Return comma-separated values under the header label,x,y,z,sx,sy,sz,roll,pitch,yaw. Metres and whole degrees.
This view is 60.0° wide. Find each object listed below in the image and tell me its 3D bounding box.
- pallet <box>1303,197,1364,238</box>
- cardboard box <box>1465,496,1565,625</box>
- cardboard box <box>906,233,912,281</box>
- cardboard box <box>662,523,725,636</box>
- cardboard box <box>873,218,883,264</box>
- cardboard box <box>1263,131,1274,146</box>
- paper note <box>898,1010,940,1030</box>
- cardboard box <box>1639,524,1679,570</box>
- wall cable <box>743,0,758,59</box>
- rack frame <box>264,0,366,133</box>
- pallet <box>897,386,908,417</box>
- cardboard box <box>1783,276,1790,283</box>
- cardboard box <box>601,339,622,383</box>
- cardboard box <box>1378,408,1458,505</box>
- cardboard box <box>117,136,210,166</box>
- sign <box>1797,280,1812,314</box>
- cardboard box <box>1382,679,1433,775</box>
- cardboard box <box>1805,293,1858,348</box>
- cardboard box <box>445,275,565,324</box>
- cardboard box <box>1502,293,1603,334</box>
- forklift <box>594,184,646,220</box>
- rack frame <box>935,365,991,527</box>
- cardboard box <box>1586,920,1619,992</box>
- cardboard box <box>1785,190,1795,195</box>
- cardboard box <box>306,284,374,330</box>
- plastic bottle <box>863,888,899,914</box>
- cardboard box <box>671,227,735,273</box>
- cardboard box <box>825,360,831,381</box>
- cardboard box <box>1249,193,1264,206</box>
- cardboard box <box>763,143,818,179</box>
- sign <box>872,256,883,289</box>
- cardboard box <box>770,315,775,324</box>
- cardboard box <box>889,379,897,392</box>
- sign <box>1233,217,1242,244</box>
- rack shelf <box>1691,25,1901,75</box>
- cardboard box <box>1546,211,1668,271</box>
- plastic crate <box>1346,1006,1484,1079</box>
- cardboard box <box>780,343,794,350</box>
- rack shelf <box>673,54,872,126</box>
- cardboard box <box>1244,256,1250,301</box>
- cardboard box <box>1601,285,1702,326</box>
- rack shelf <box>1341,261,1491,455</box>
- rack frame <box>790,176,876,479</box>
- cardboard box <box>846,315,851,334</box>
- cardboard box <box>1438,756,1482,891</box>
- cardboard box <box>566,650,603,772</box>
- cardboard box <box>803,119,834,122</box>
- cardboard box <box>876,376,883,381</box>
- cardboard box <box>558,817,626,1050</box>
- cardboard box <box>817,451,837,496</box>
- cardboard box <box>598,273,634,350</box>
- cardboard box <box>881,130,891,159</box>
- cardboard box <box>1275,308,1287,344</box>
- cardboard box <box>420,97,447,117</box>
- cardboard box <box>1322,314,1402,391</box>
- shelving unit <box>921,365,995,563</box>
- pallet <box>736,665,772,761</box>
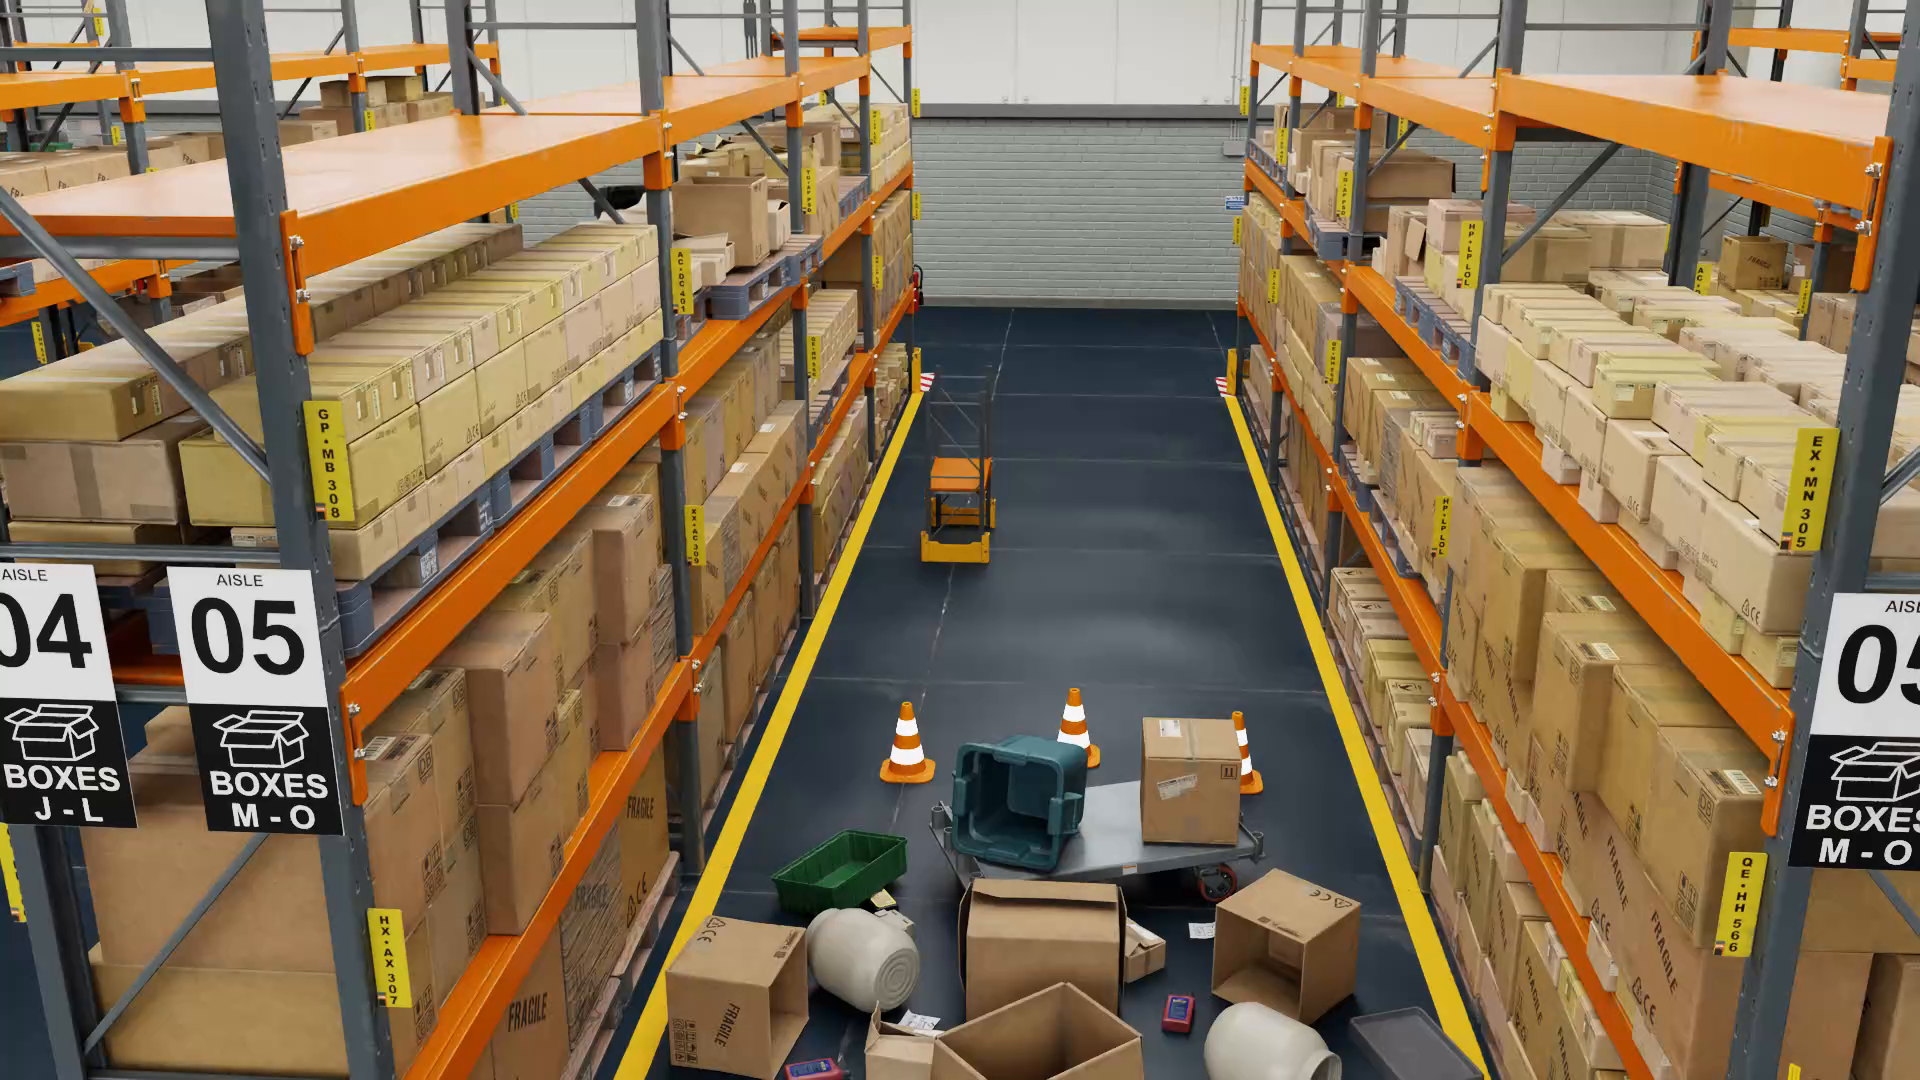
label,x,y,z,sx,sy,sz,roll,pitch,yaw
pallet,3.370,-2.632,13.626,1.003,0.211,1.213,2,18,6
cardboard box,2.707,0.120,7.495,0.700,0.500,0.500,1,18,4
cardboard box,-0.847,-3.356,19.708,0.500,0.500,0.500,2,18,5
cardboard box,-1.625,0.210,9.304,0.500,0.500,0.500,1,18,5
cardboard box,-1.061,-3.030,17.108,0.500,0.500,0.500,1,18,2
cardboard box,3.566,-4.453,18.447,0.380,0.149,0.250,2,18,6
paper note,-0.204,2.292,7.891,0.172,0.023,0.155,8,20,23
cardboard box,2.566,-0.002,5.698,0.380,0.149,0.250,1,18,3
wall cable,-2.168,-9.513,24.337,2.277,5.999,0.120,1,18,4
rack frame,-6.298,-5.063,15.922,1.000,3.000,0.127,1,18,4
pallet,-1.170,-1.712,19.808,1.003,0.211,1.213,1,18,4
cardboard box,8.978,-2.731,18.203,0.500,0.250,0.500,2,18,6
cardboard box,-1.692,-0.780,7.237,0.380,0.149,0.250,1,18,4
cardboard box,2.931,-0.520,10.379,0.500,0.500,0.500,1,18,2
cardboard box,-6.639,-3.103,13.923,0.500,0.500,0.500,2,18,7
sign,7.996,-2.302,15.741,0.100,0.325,0.005,1,18,4
cardboard box,3.096,1.157,10.121,0.950,0.372,0.625,2,18,7
cardboard box,8.280,-1.983,15.322,0.700,0.500,0.500,2,18,5
cardboard box,-1.748,-0.925,6.398,0.380,0.149,0.250,2,18,5
cardboard box,2.675,-1.019,7.521,0.380,0.149,0.250,2,18,6
forklift,-3.019,-1.794,15.691,1.130,2.935,3.031,1,18,3
rack frame,0.030,-0.844,15.090,0.500,1.500,0.032,1,18,4
cardboard box,2.475,1.494,5.950,0.380,0.149,0.250,2,18,5
cardboard box,8.317,-3.464,16.265,0.380,0.149,0.250,2,18,6
cardboard box,-2.423,-0.861,6.203,0.380,0.149,0.250,1,18,4
plastic bottle,-0.446,1.931,8.932,0.133,0.061,0.283,-9,20,-25
cardboard box,-1.586,-1.770,10.071,0.396,0.266,0.258,1,18,4
cardboard box,-1.318,-1.454,14.272,0.380,0.149,0.250,2,18,5
cardboard box,3.572,-3.960,19.382,0.380,0.149,0.250,2,18,5
cardboard box,-1.304,-2.944,12.882,0.396,0.266,0.258,1,18,4
sign,-0.804,-2.609,16.207,0.100,0.325,0.005,1,18,4
cardboard box,-1.900,-2.077,15.217,0.380,0.149,0.250,1,18,3
cardboard box,-0.921,-1.726,18.800,0.380,0.149,0.250,2,18,7
sign,3.320,-3.696,19.868,0.100,0.325,0.005,1,18,4
rack shelf,8.681,-5.009,16.920,1.077,0.370,4.000,1,18,4
cardboard box,3.480,-1.625,9.011,0.500,0.250,0.500,1,18,3
plastic crate,2.083,2.351,7.620,0.402,0.080,0.583,-5,19,-15
cardboard box,-1.380,-1.489,13.424,0.380,0.149,0.250,1,18,4
rack shelf,-1.501,-3.767,13.766,1.077,0.370,4.000,1,18,4
cardboard box,3.544,-2.980,19.040,0.500,0.500,0.500,1,18,3
cardboard box,3.208,-1.088,7.730,0.380,0.149,0.250,2,18,5
rack shelf,3.156,-1.211,10.138,1.077,0.370,4.000,1,18,4
rack frame,-1.358,-2.070,16.422,1.000,3.000,0.127,1,18,4
cardboard box,-1.228,-2.004,15.474,0.380,0.149,0.250,2,18,6
cardboard box,2.701,1.422,8.303,0.500,0.500,0.500,2,18,7
cardboard box,-2.119,0.795,7.439,0.875,0.550,0.550,1,18,4
cardboard box,-1.487,-4.192,16.880,0.380,0.149,0.250,2,18,6
cardboard box,-1.046,-1.709,18.269,0.380,0.149,0.250,1,18,2
cardboard box,-2.107,1.699,7.659,0.875,0.875,0.875,1,18,4
cardboard box,-1.318,-0.562,13.955,0.500,0.250,0.500,1,18,3
cardboard box,-1.747,-1.012,7.305,0.500,0.250,0.500,1,18,4
cardboard box,-0.994,-4.116,17.288,0.500,0.250,0.500,2,18,5
cardboard box,3.274,-2.026,15.728,0.500,0.250,0.500,1,18,2
cardboard box,-6.144,-4.678,18.568,0.700,0.500,0.500,0,18,0
cardboard box,3.076,-1.437,12.726,0.500,0.500,0.500,1,18,2
shelving unit,-0.005,-0.689,14.617,0.587,1.500,1.083,1,18,4
pallet,-1.867,1.119,11.169,1.003,0.211,1.213,1,18,4
